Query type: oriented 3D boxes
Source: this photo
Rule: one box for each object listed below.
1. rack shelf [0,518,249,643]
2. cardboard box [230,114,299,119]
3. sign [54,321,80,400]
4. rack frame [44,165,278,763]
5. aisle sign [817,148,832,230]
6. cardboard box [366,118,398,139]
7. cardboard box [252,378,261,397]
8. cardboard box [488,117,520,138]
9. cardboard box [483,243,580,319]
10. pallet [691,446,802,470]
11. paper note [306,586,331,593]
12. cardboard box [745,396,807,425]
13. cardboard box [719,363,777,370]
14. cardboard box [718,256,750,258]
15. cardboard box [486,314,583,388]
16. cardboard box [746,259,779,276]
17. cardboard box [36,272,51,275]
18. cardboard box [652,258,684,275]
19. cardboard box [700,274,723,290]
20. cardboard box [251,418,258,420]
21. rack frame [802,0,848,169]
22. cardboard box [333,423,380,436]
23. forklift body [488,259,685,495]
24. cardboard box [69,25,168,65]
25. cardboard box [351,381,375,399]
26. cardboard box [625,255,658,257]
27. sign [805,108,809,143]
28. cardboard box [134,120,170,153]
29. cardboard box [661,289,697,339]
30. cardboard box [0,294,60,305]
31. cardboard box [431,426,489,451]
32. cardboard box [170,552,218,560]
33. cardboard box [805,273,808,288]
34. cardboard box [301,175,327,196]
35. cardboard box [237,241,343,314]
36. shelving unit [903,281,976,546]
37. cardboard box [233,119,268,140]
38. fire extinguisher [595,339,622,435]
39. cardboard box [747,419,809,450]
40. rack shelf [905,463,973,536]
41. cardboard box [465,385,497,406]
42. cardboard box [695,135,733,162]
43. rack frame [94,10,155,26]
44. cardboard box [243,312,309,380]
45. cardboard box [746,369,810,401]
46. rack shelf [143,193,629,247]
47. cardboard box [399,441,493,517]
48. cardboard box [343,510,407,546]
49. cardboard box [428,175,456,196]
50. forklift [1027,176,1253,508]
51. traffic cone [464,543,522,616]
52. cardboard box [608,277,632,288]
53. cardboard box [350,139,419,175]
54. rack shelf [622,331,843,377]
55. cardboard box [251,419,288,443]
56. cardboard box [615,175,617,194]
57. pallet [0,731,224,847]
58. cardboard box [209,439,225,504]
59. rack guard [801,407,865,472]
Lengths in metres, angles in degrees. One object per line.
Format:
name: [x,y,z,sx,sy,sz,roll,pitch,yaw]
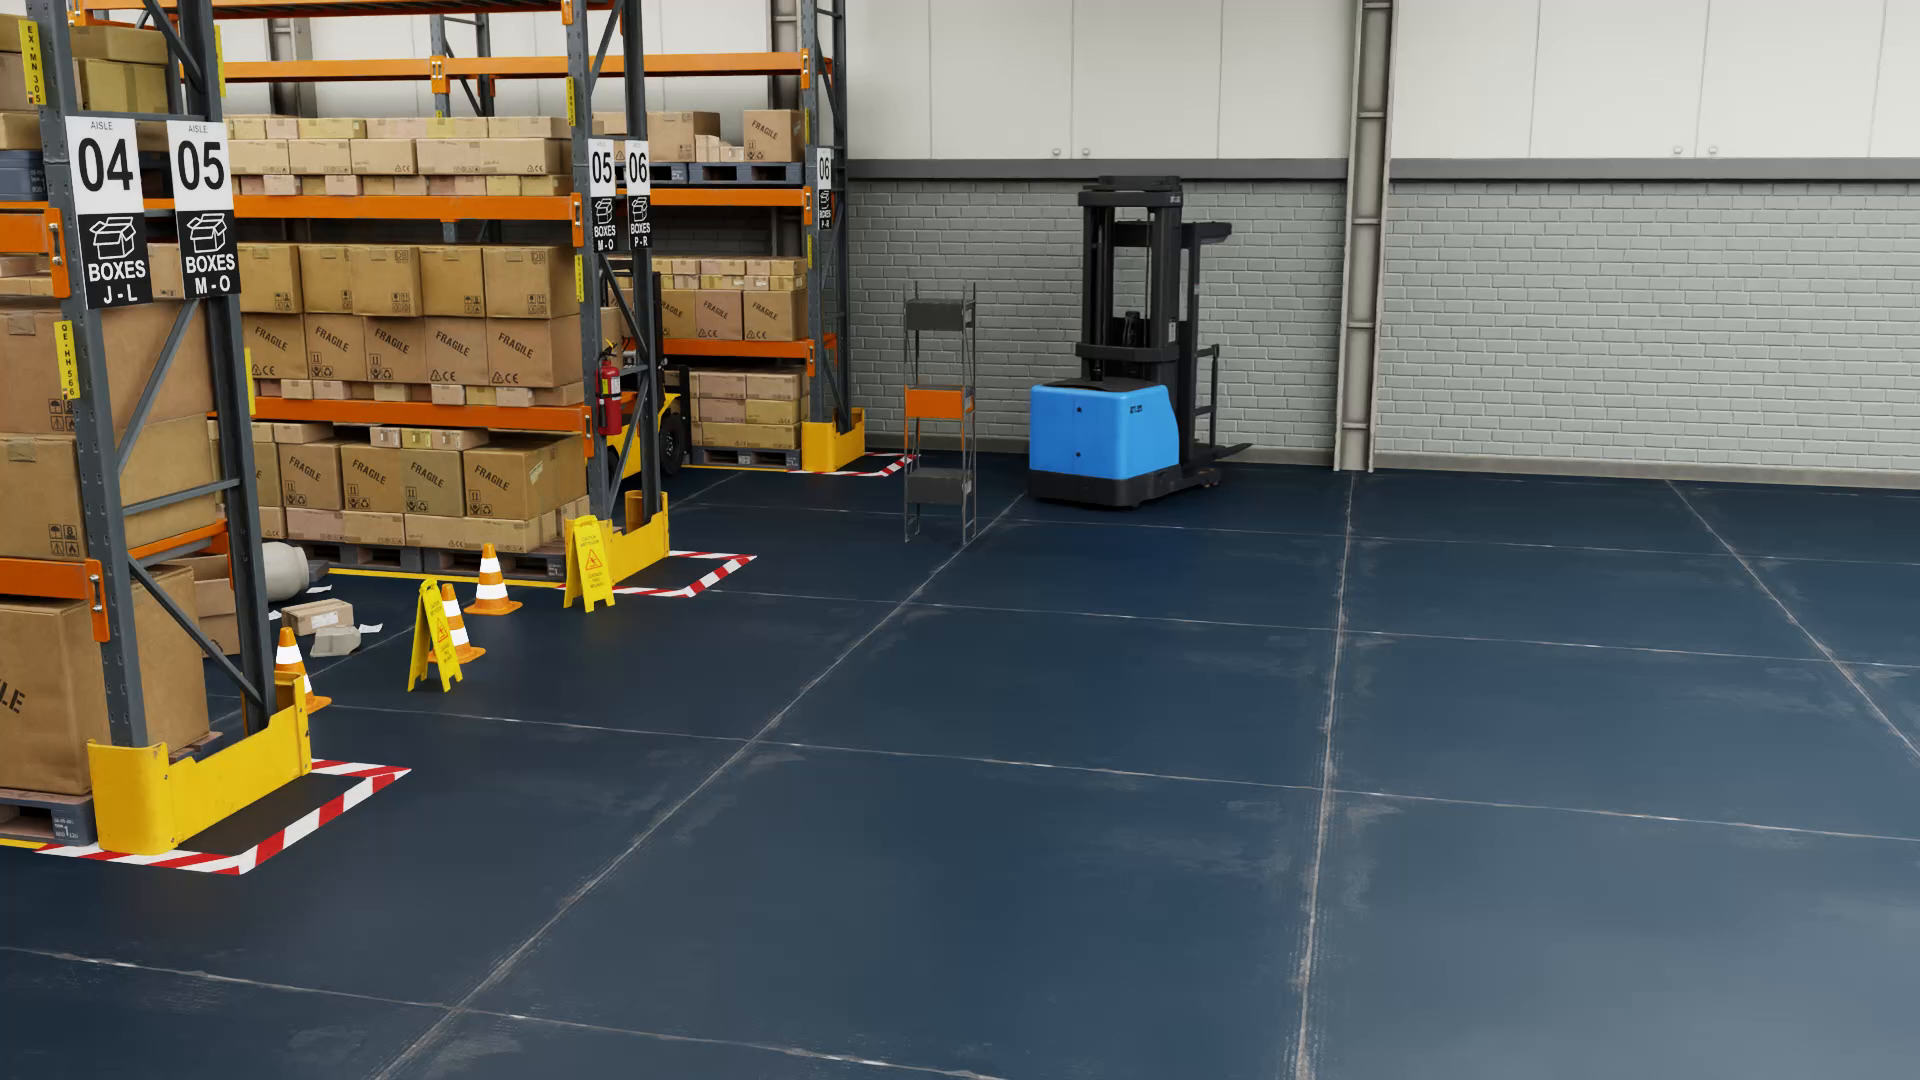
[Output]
rack shelf: [-5.554,0.058,8.207,4.000,0.370,1.077,3,13,14]
cardboard box: [-7.472,-4.320,17.923,0.500,0.500,0.500,3,13,15]
sign: [-3.755,-0.757,6.999,0.005,0.325,0.100,3,13,14]
rack frame: [-3.612,-0.189,7.661,0.127,3.000,1.000,3,13,14]
aisle sign: [-1.345,-3.483,16.507,0.004,0.787,0.394,3,13,14]
cardboard box: [-4.134,-3.010,12.189,0.250,0.149,0.380,3,13,12]
cardboard box: [-5.424,-1.207,12.828,0.250,0.149,0.380,3,13,15]
cardboard box: [-3.164,-2.943,11.889,0.250,0.149,0.380,3,13,15]
cardboard box: [-3.072,-1.898,12.138,0.500,0.500,0.700,3,13,12]
pallet: [-2.091,-0.949,17.523,1.213,0.211,1.003,3,13,14]
paper note: [-4.651,0.354,12.070,0.148,0.019,0.142,-1,13,-6]
cardboard box: [-1.886,-1.346,17.098,0.500,0.250,0.500,3,13,13]
cardboard box: [-2.246,-1.720,17.632,0.500,0.250,0.500,3,13,14]
cardboard box: [-2.356,-2.900,17.464,0.250,0.149,0.380,3,13,14]
cardboard box: [-3.117,-1.400,12.199,0.500,0.500,0.500,3,13,13]
cardboard box: [-1.984,-2.771,16.881,0.250,0.149,0.380,3,13,14]
cardboard box: [-7.280,-1.953,13.722,0.500,0.500,0.500,3,13,14]
cardboard box: [-3.000,-2.810,17.057,0.250,0.149,0.380,3,13,15]
cardboard box: [-2.473,-2.653,17.036,0.250,0.149,0.380,3,13,13]
cardboard box: [-7.867,-1.673,18.861,0.625,0.625,0.875,3,13,15]
rack frame: [-1.338,-5.208,16.433,0.127,3.000,1.000,3,13,14]
cardboard box: [-4.779,-0.645,13.364,0.500,0.500,0.500,4,13,17]
forklift body: [-3.617,-1.580,15.889,1.214,2.155,2.313,3,13,14]
cardboard box: [-3.860,-2.258,7.601,0.250,0.149,0.380,3,13,14]
cardboard box: [-4.418,-1.171,12.665,0.250,0.149,0.380,3,13,14]
cardboard box: [-3.366,-2.952,17.697,0.250,0.149,0.380,3,13,15]
sign: [-1.482,-4.024,16.159,0.005,0.325,0.100,3,13,14]
cardboard box: [-3.868,-1.870,7.691,0.250,0.149,0.380,3,13,14]
cardboard box: [-2.878,-2.354,17.187,0.500,0.500,0.500,3,13,12]
cardboard box: [-4.519,-0.826,7.693,0.550,0.550,0.875,3,13,14]
cardboard box: [-3.737,-0.772,12.440,0.250,0.149,0.380,3,13,15]
cardboard box: [-5.693,0.118,12.042,0.500,0.500,0.500,-9,15,-35]
cardboard box: [-1.606,-2.717,17.326,0.250,0.149,0.380,3,13,12]
cardboard box: [-4.664,-2.637,12.347,0.250,0.149,0.380,3,13,14]
cardboard box: [-5.061,-1.994,12.569,0.500,0.500,0.700,3,13,12]
shelving unit: [-0.161,-1.034,13.545,0.503,2.100,0.431,3,13,14]
cardboard box: [-5.165,-3.045,12.345,0.250,0.149,0.380,3,13,12]
fire extinguisher: [-2.523,-1.095,11.922,0.183,0.674,0.296,3,13,14]
cardboard box: [-1.870,-1.100,17.145,0.500,0.250,0.500,3,13,14]
rack shelf: [-0.161,-0.337,13.700,0.480,0.518,0.431,3,13,14]
cardboard box: [-3.455,-1.095,12.323,0.250,0.149,0.380,3,13,13]
cardboard box: [-2.462,-3.924,16.681,0.258,0.266,0.396,3,13,14]
rack frame: [-9.105,-5.623,18.304,0.127,3.000,1.000,3,13,14]
cardboard box: [-5.070,-1.506,12.677,0.500,0.500,0.500,3,13,13]
cardboard box: [-1.860,-1.588,17.038,0.500,0.250,0.500,4,13,15]
rack shelf: [-4.466,-2.452,12.598,4.000,0.370,1.077,3,13,14]
cardboard box: [-3.872,-0.477,12.607,0.500,0.500,0.500,4,13,16]
cardboard box: [-4.384,-0.138,12.809,0.500,0.250,0.500,3,13,12]
cardboard box: [-3.667,-2.591,12.141,0.250,0.149,0.380,3,13,14]
forklift: [1.882,-1.982,15.899,1.130,2.935,3.031,9,15,34]
traffic cone: [-3.251,0.252,11.529,0.334,0.463,0.336,3,13,14]
cardboard box: [-3.479,-2.696,17.232,0.250,0.149,0.380,3,13,12]
cardboard box: [-4.078,-2.794,12.136,0.500,0.250,0.500,3,13,15]
rack shelf: [-3.280,-2.032,17.628,4.000,0.370,1.077,3,13,14]
cardboard box: [-5.293,-0.856,12.815,0.250,0.149,0.380,4,13,16]
cardboard box: [-2.768,-2.663,12.464,0.250,0.149,0.380,3,13,14]
pallet: [-4.407,1.147,8.076,1.213,0.211,1.003,3,13,14]
cardboard box: [-5.899,-0.584,13.090,0.500,0.500,0.500,4,13,16]
rack guard: [-1.315,-1.058,17.347,0.348,0.500,1.175,3,13,14]
